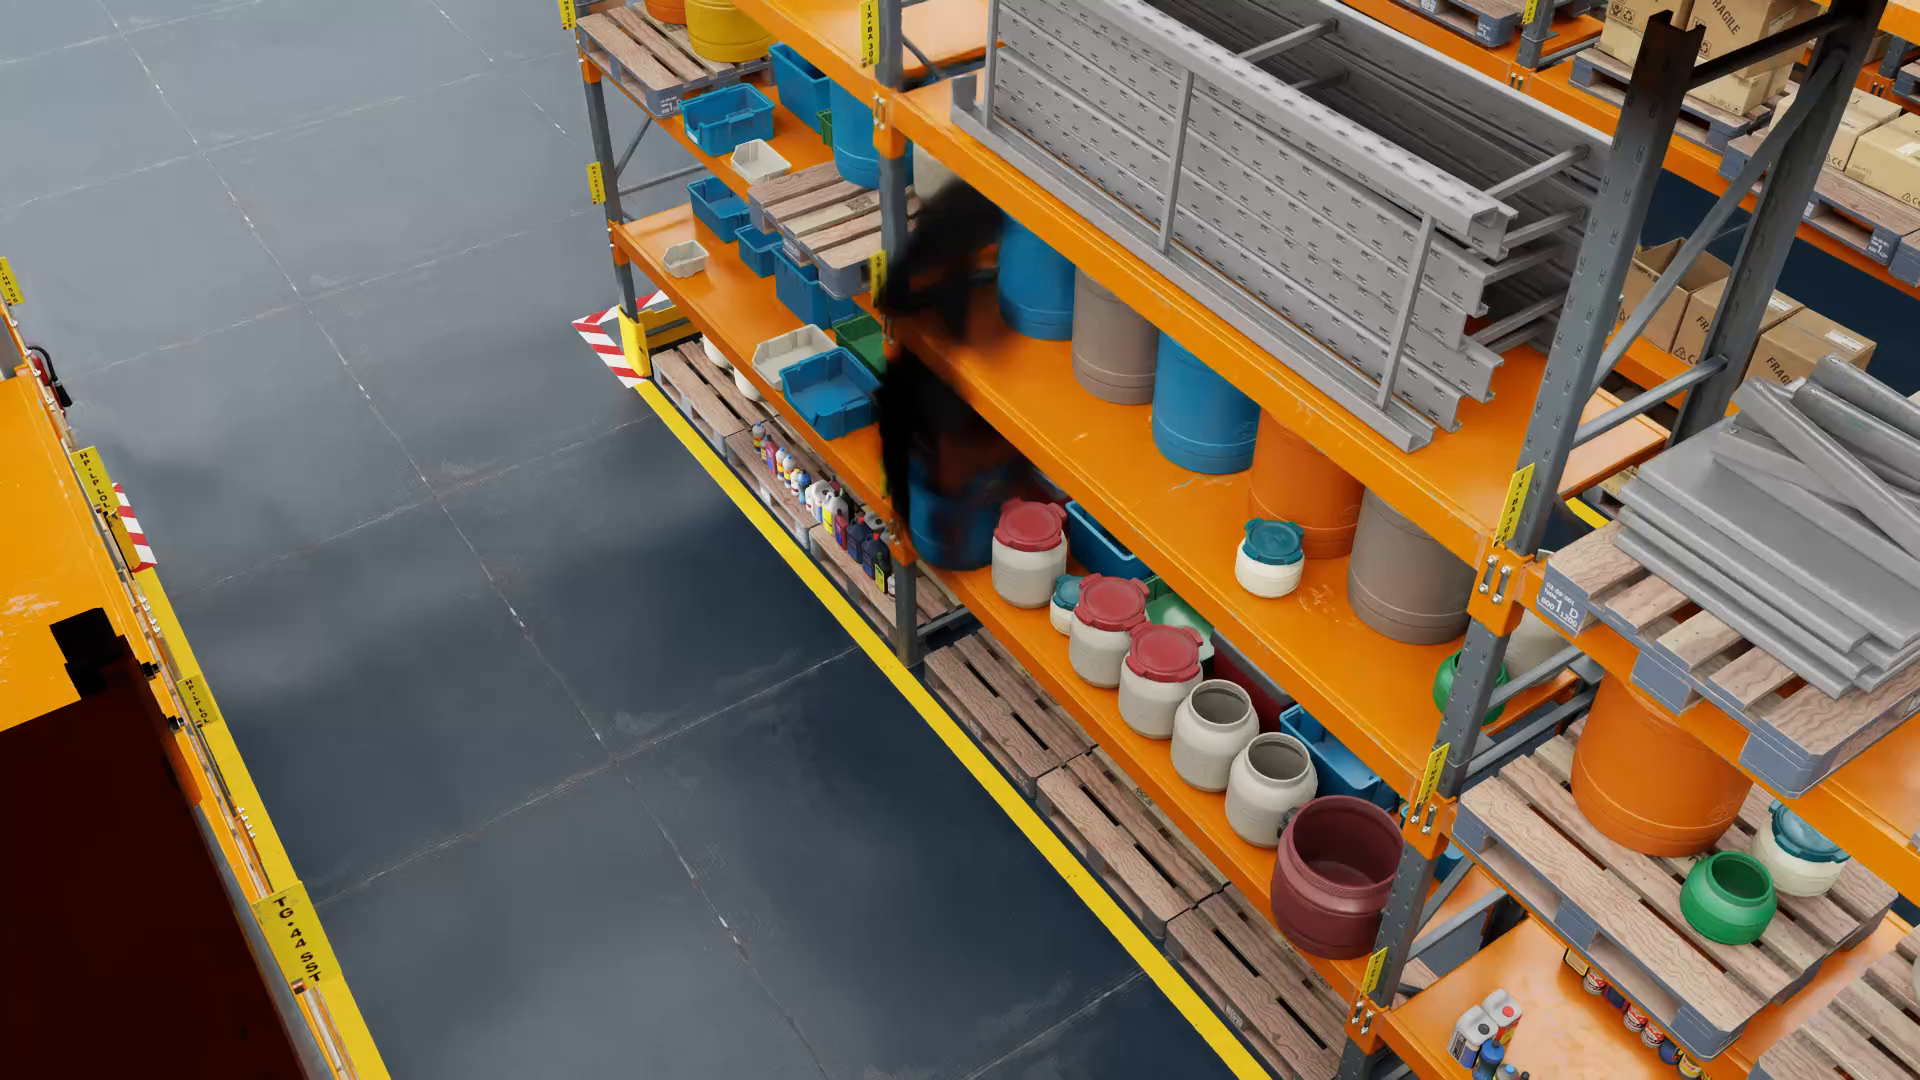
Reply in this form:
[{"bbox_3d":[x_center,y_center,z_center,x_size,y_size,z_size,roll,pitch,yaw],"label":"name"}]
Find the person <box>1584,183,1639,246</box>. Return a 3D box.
[{"bbox_3d":[5.336,-3.060,13.794,0.694,1.758,0.905,-32,52,-30],"label":"person"}]
